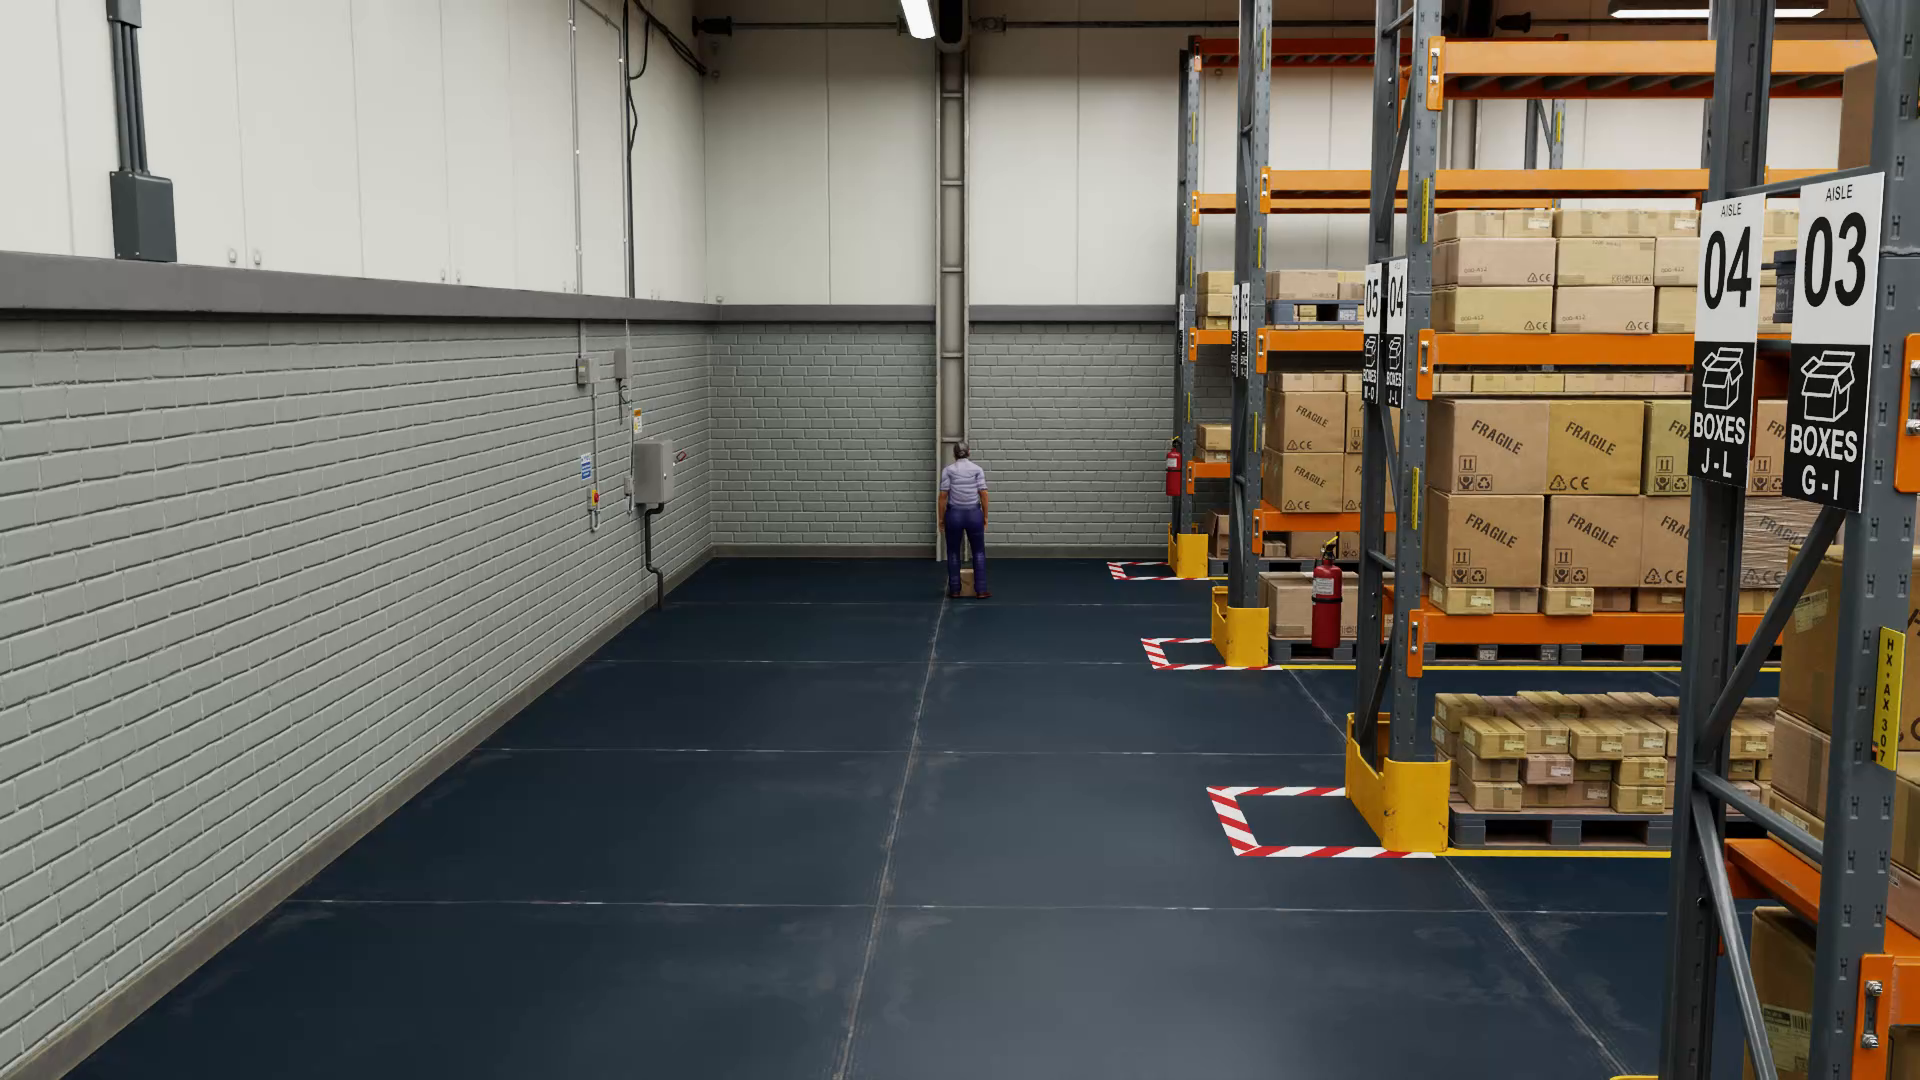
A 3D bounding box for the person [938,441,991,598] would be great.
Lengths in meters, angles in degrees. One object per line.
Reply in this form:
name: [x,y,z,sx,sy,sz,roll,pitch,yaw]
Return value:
person: [0.049,-0.214,17.465,0.564,1.652,0.422,0,7,-2]
